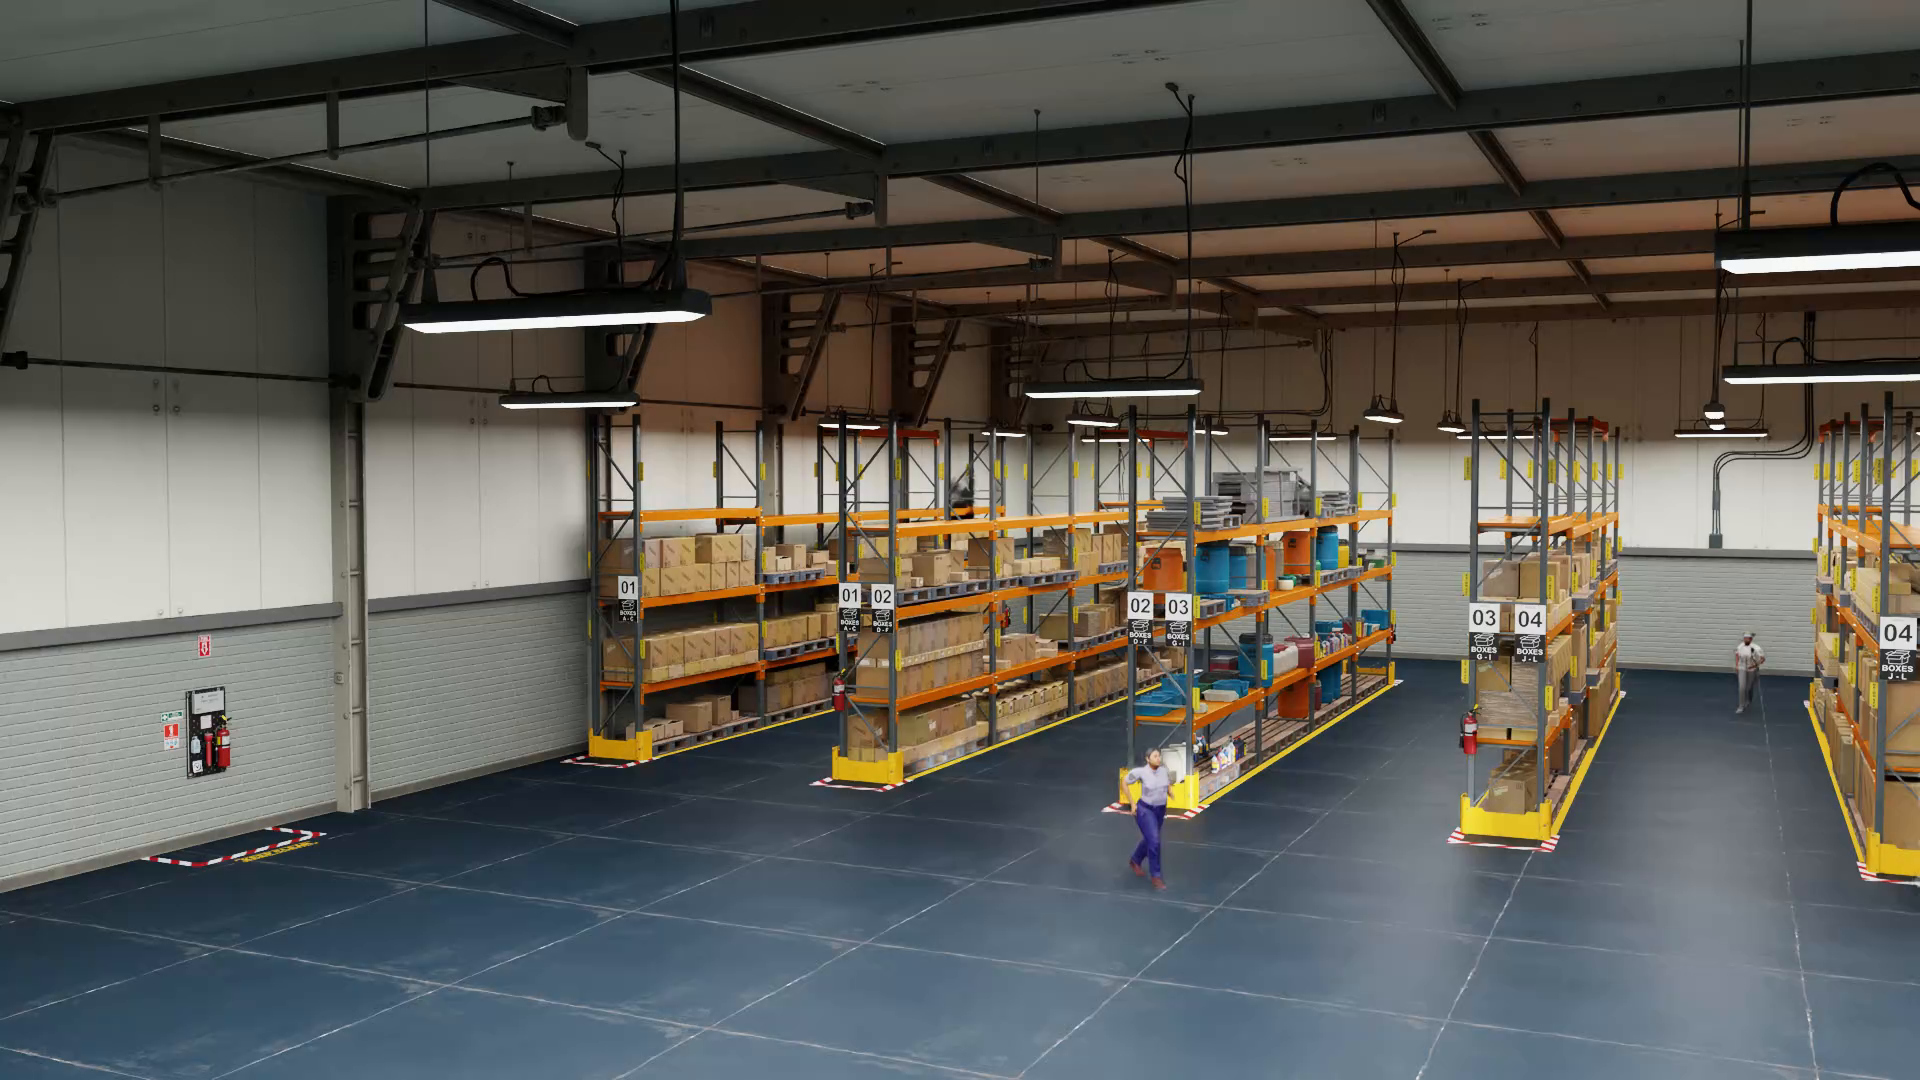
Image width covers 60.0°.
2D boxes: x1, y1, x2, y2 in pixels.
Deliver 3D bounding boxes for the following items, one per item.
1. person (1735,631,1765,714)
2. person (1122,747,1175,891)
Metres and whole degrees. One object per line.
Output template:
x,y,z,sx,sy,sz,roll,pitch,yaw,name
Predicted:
16.423,2.732,34.607,0.564,1.702,0.829,2,3,36,person
2.307,3.362,20.218,0.580,1.672,0.814,-2,3,-37,person
